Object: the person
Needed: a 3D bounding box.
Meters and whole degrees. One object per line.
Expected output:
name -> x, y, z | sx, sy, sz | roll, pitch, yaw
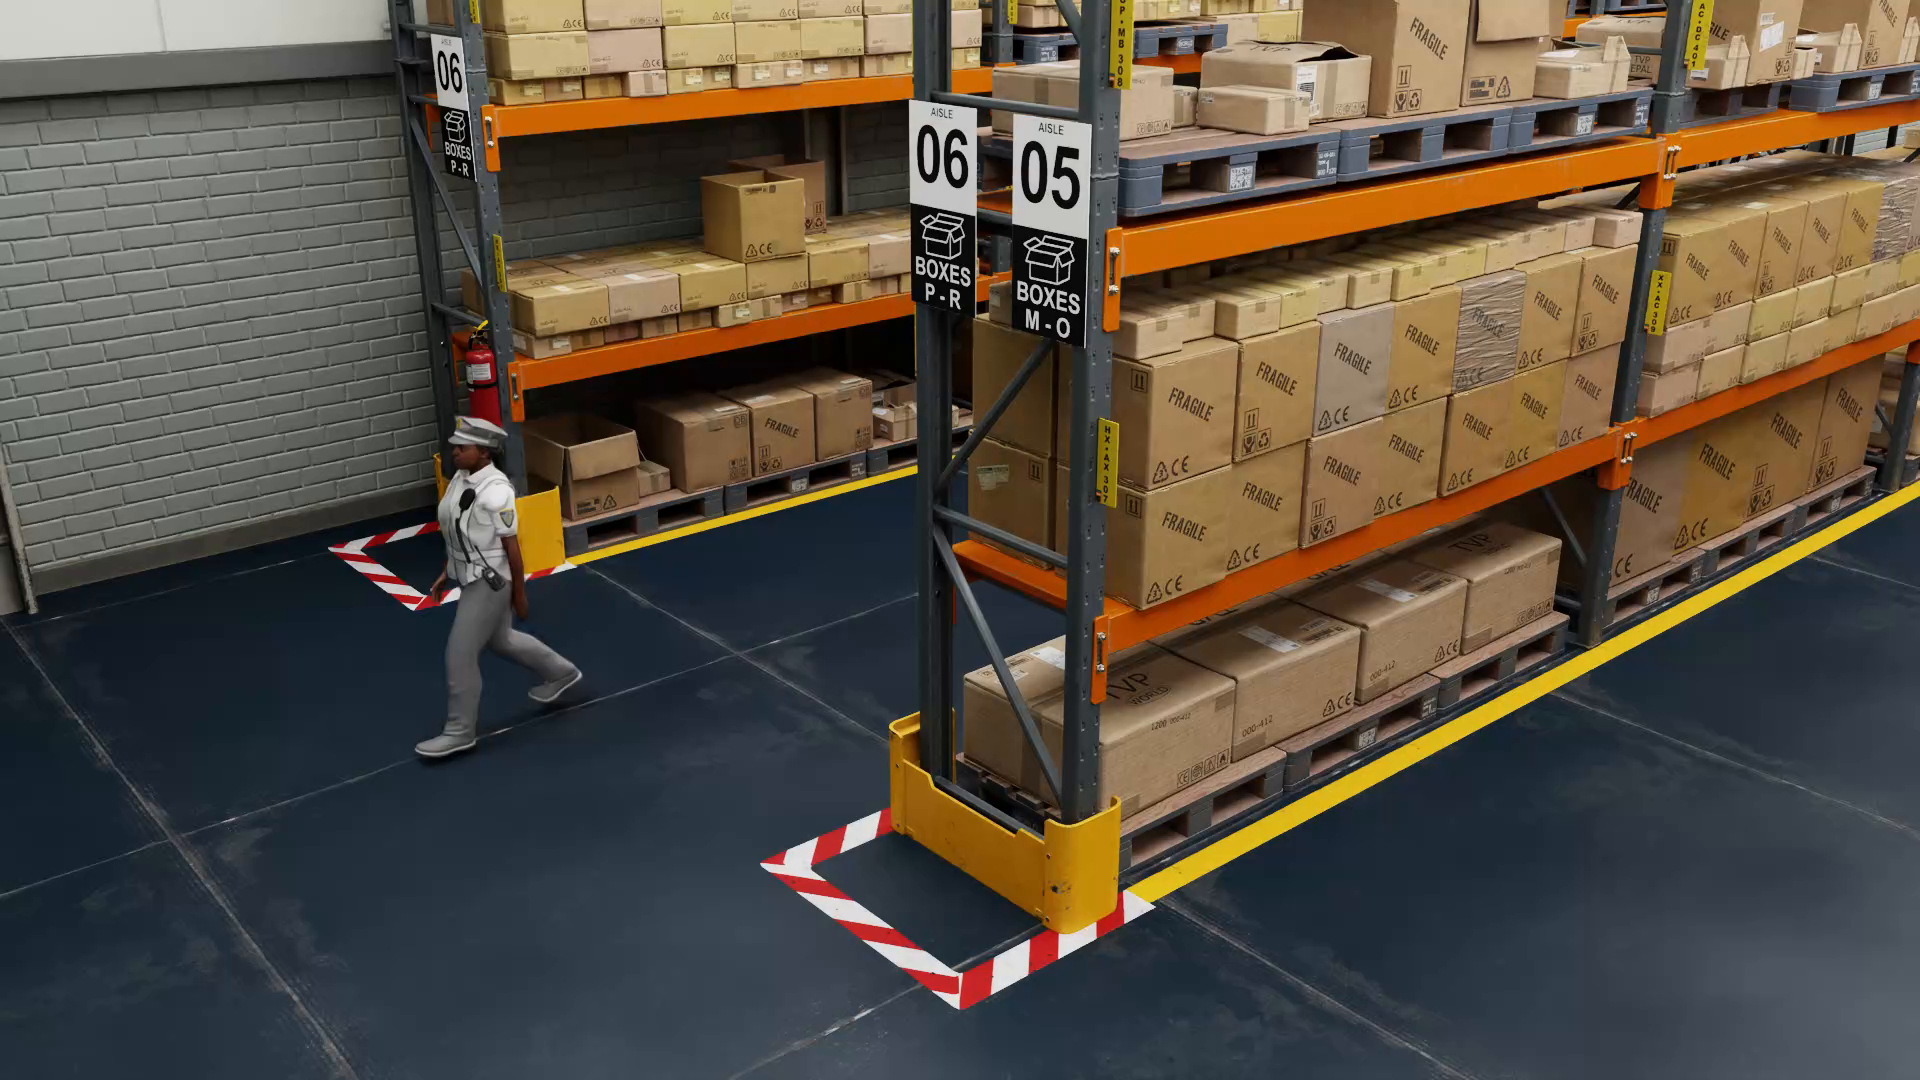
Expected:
person -> -2.306, 0.176, 8.078 | 0.937, 1.641, 0.441 | -16, 26, -35
